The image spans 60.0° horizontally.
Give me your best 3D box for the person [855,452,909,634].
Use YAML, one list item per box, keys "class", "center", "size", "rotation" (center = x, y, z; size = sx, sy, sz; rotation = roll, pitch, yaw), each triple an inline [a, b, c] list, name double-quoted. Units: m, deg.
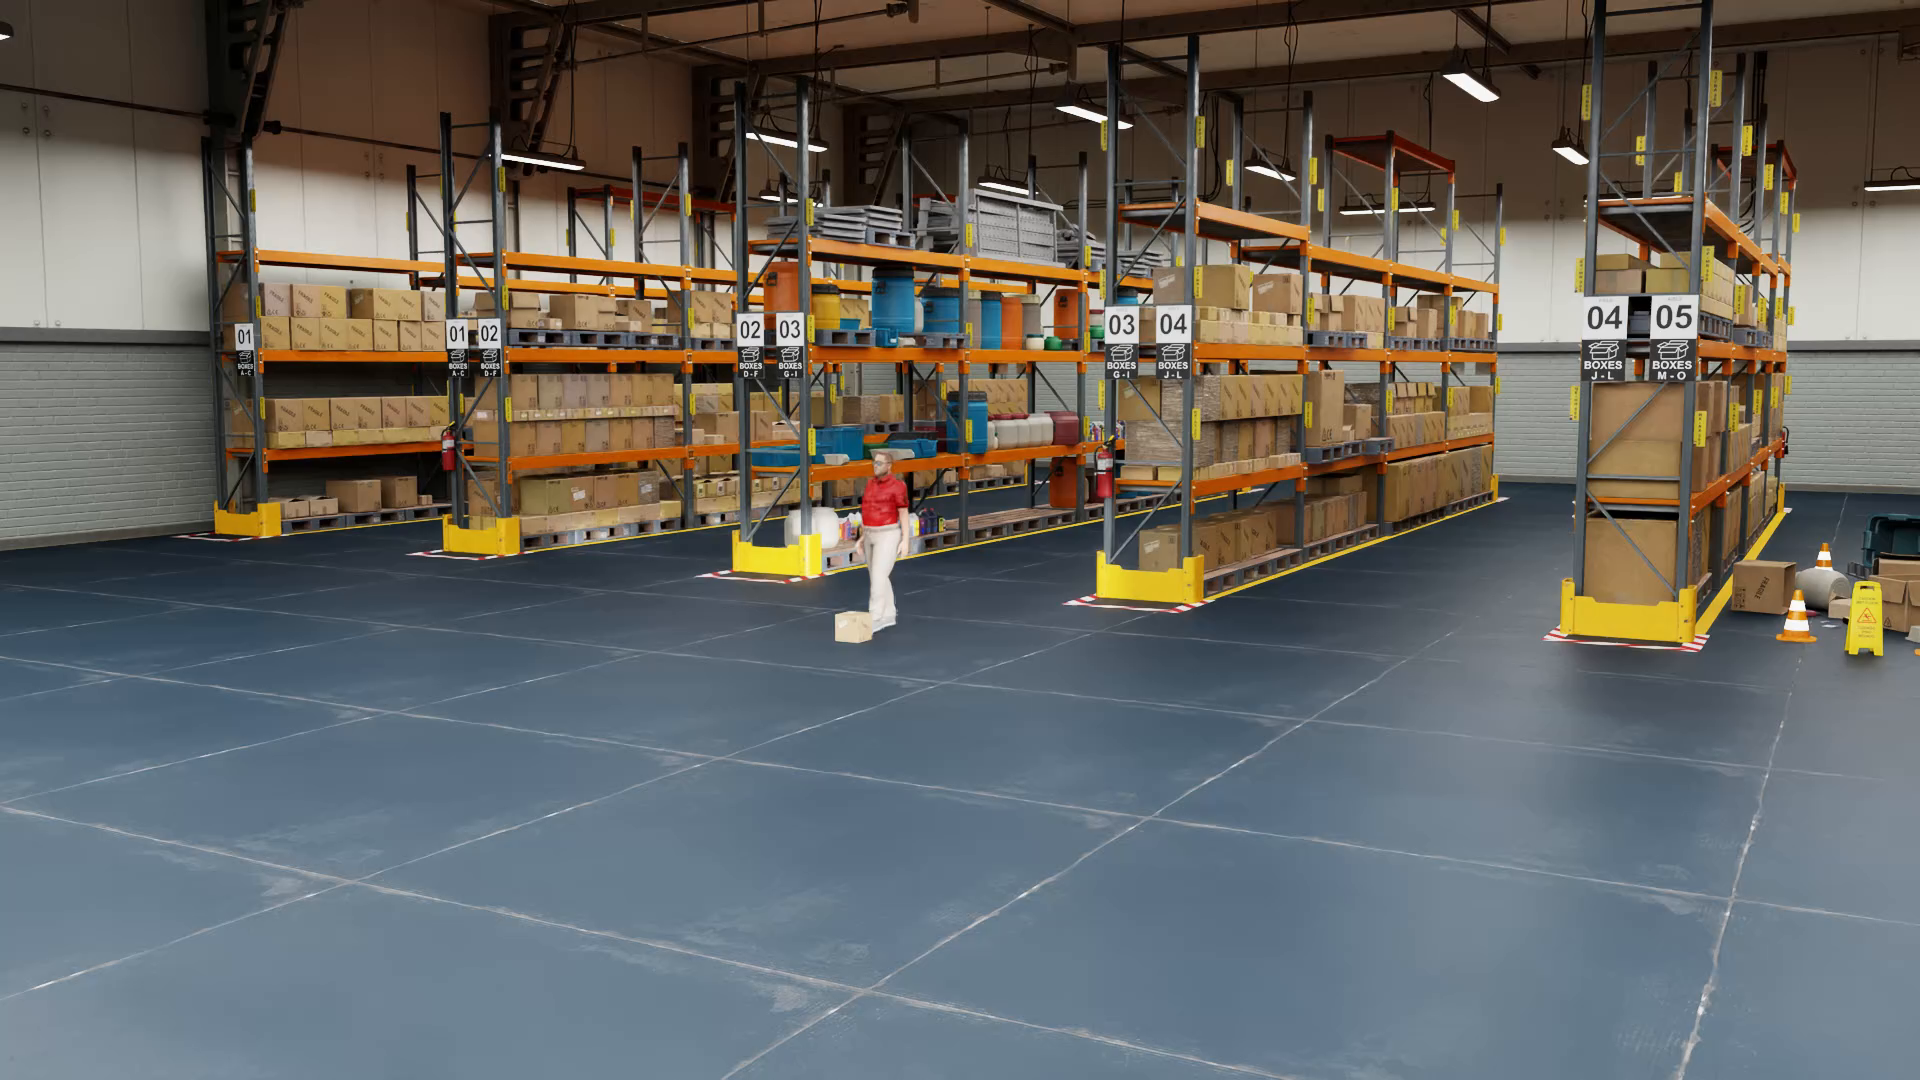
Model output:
- class: "person"
  center: [-0.847, 0.014, 16.001]
  size: [0.679, 1.720, 0.548]
  rotation: [-5, 8, -43]
